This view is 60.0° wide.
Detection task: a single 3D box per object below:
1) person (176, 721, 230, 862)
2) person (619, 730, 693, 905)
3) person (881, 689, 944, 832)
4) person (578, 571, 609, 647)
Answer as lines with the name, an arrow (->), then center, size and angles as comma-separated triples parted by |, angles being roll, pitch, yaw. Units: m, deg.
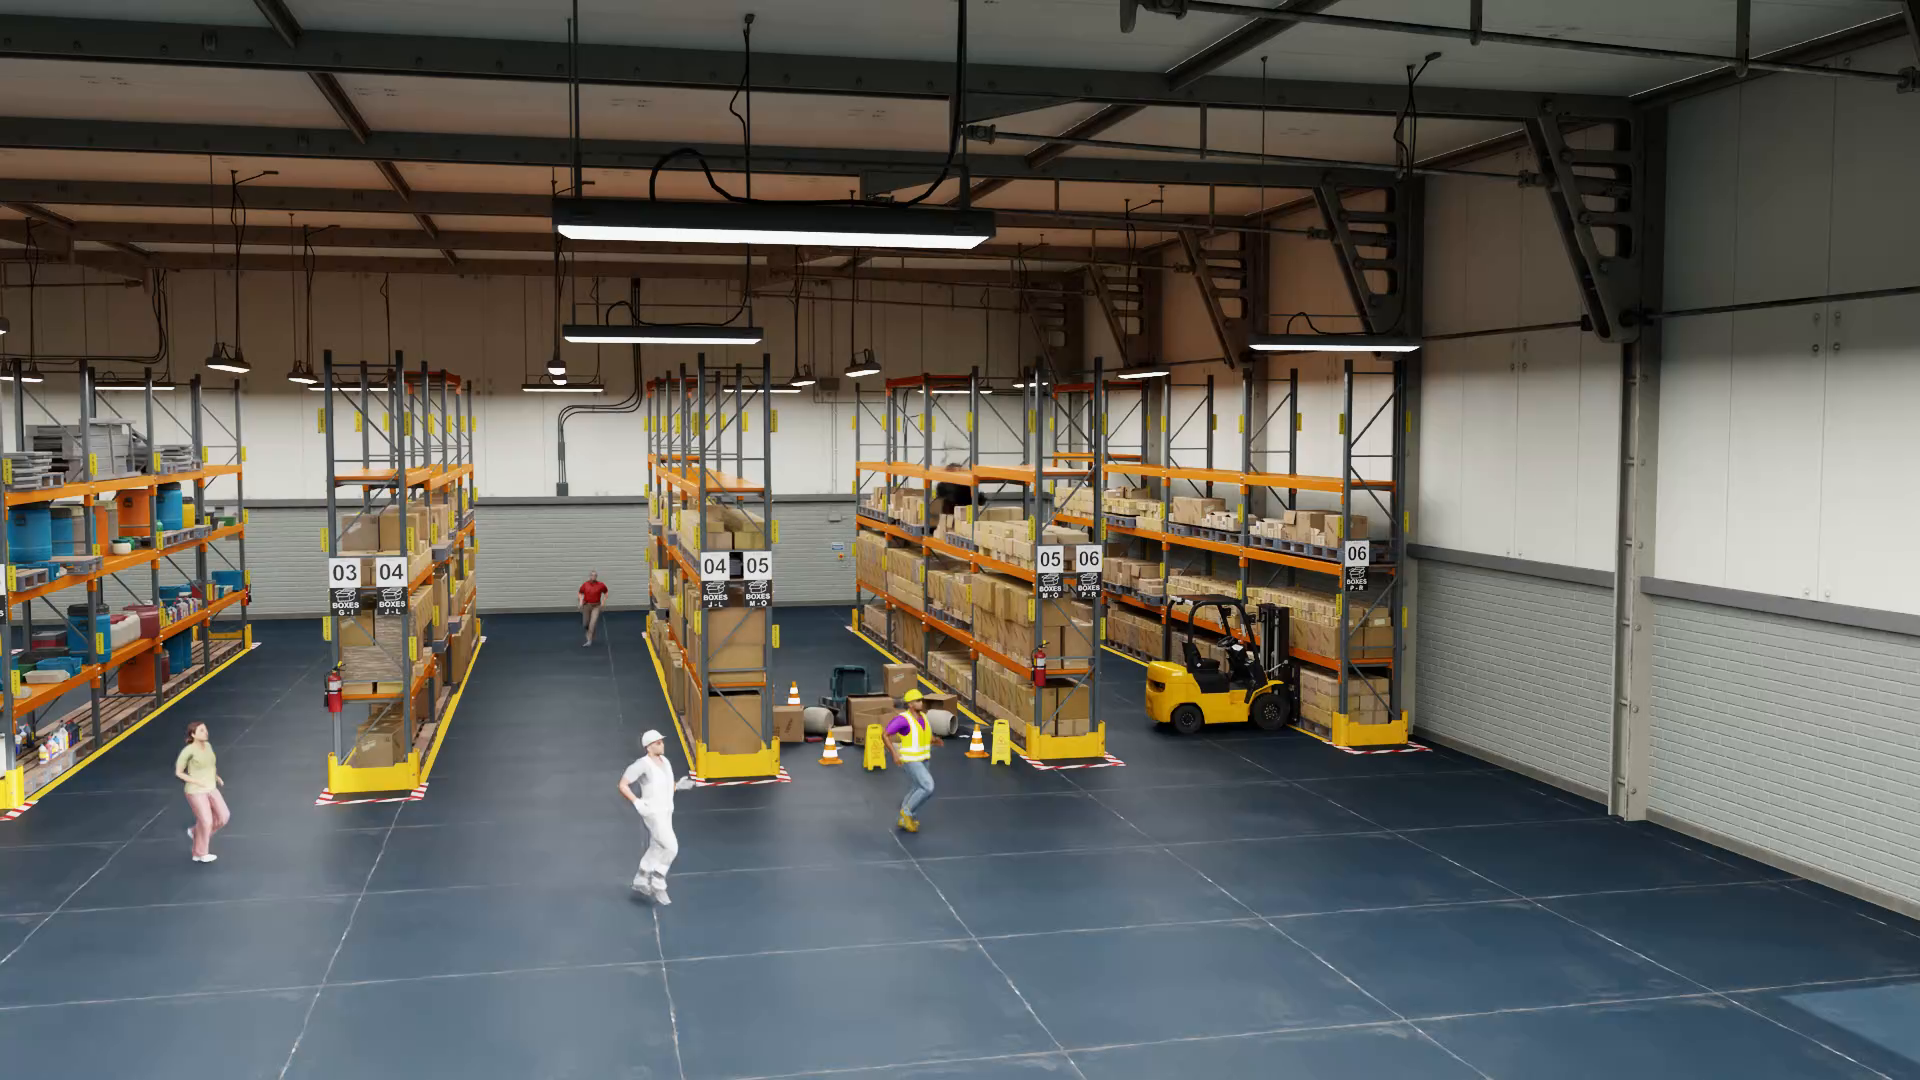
person -> -8.666, 2.866, 18.983 | 0.533, 1.624, 0.558 | 1, 4, 20
person -> -3.153, 2.902, 17.422 | 0.699, 1.825, 0.633 | 1, 4, 19
person -> -0.514, 2.703, 20.385 | 0.665, 1.740, 0.684 | 2, 5, 31
person -> -8.344, 1.547, 37.857 | 0.681, 1.690, 0.821 | 0, 4, -4
